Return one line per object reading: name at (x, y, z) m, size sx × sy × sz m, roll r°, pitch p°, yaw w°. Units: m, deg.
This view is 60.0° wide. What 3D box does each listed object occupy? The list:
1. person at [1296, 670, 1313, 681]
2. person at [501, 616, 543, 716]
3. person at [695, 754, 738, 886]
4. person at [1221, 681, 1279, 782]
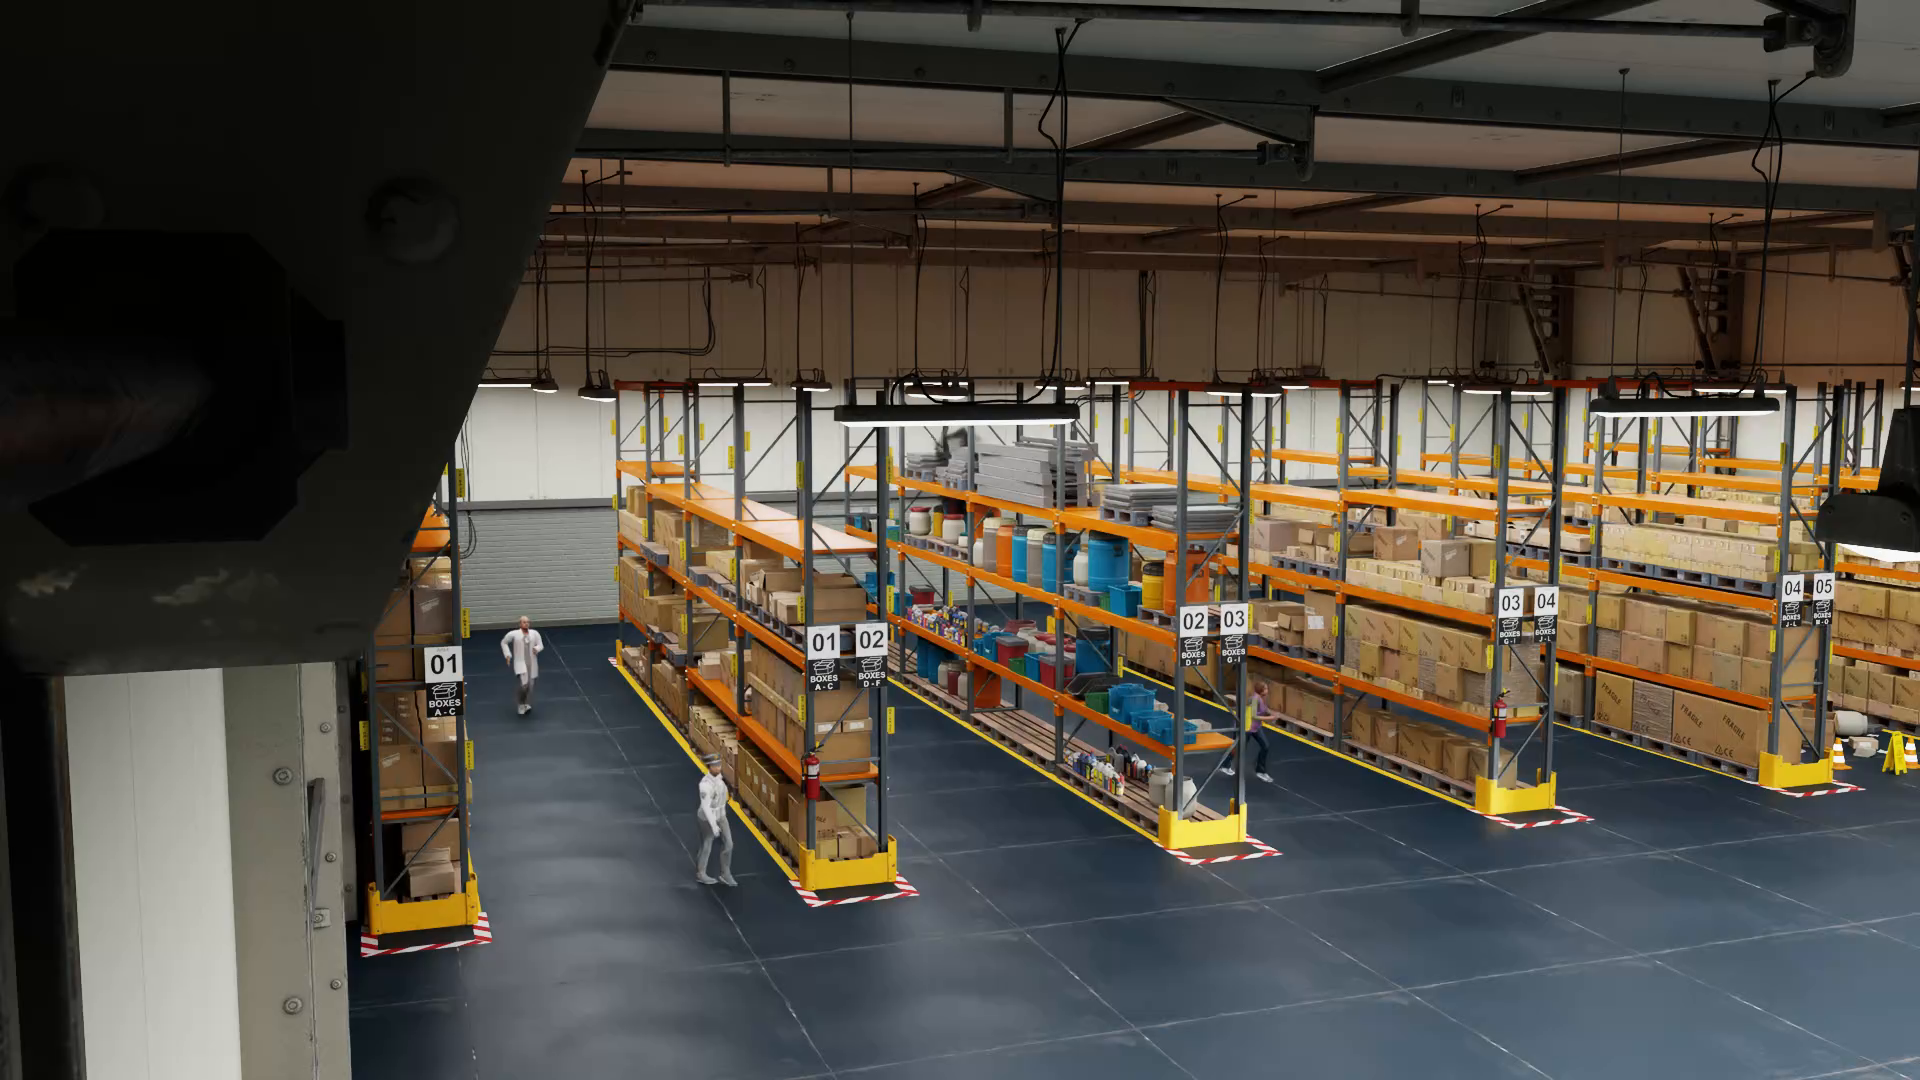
person at (6.928, 2.066, 32.954) m, size 0.704 × 1.584 × 1.042 m, roll -1°, pitch 6°, yaw -11°
person at (-7.878, 2.275, 30.094) m, size 0.689 × 1.790 × 0.764 m, roll -4°, pitch 7°, yaw -32°
person at (-3.011, 3.412, 20.118) m, size 0.535 × 1.738 × 0.529 m, roll 3°, pitch 7°, yaw 25°
person at (4.416, 2.887, 25.240) m, size 0.915 × 1.568 × 0.541 m, roll 4°, pitch 7°, yaw 34°
